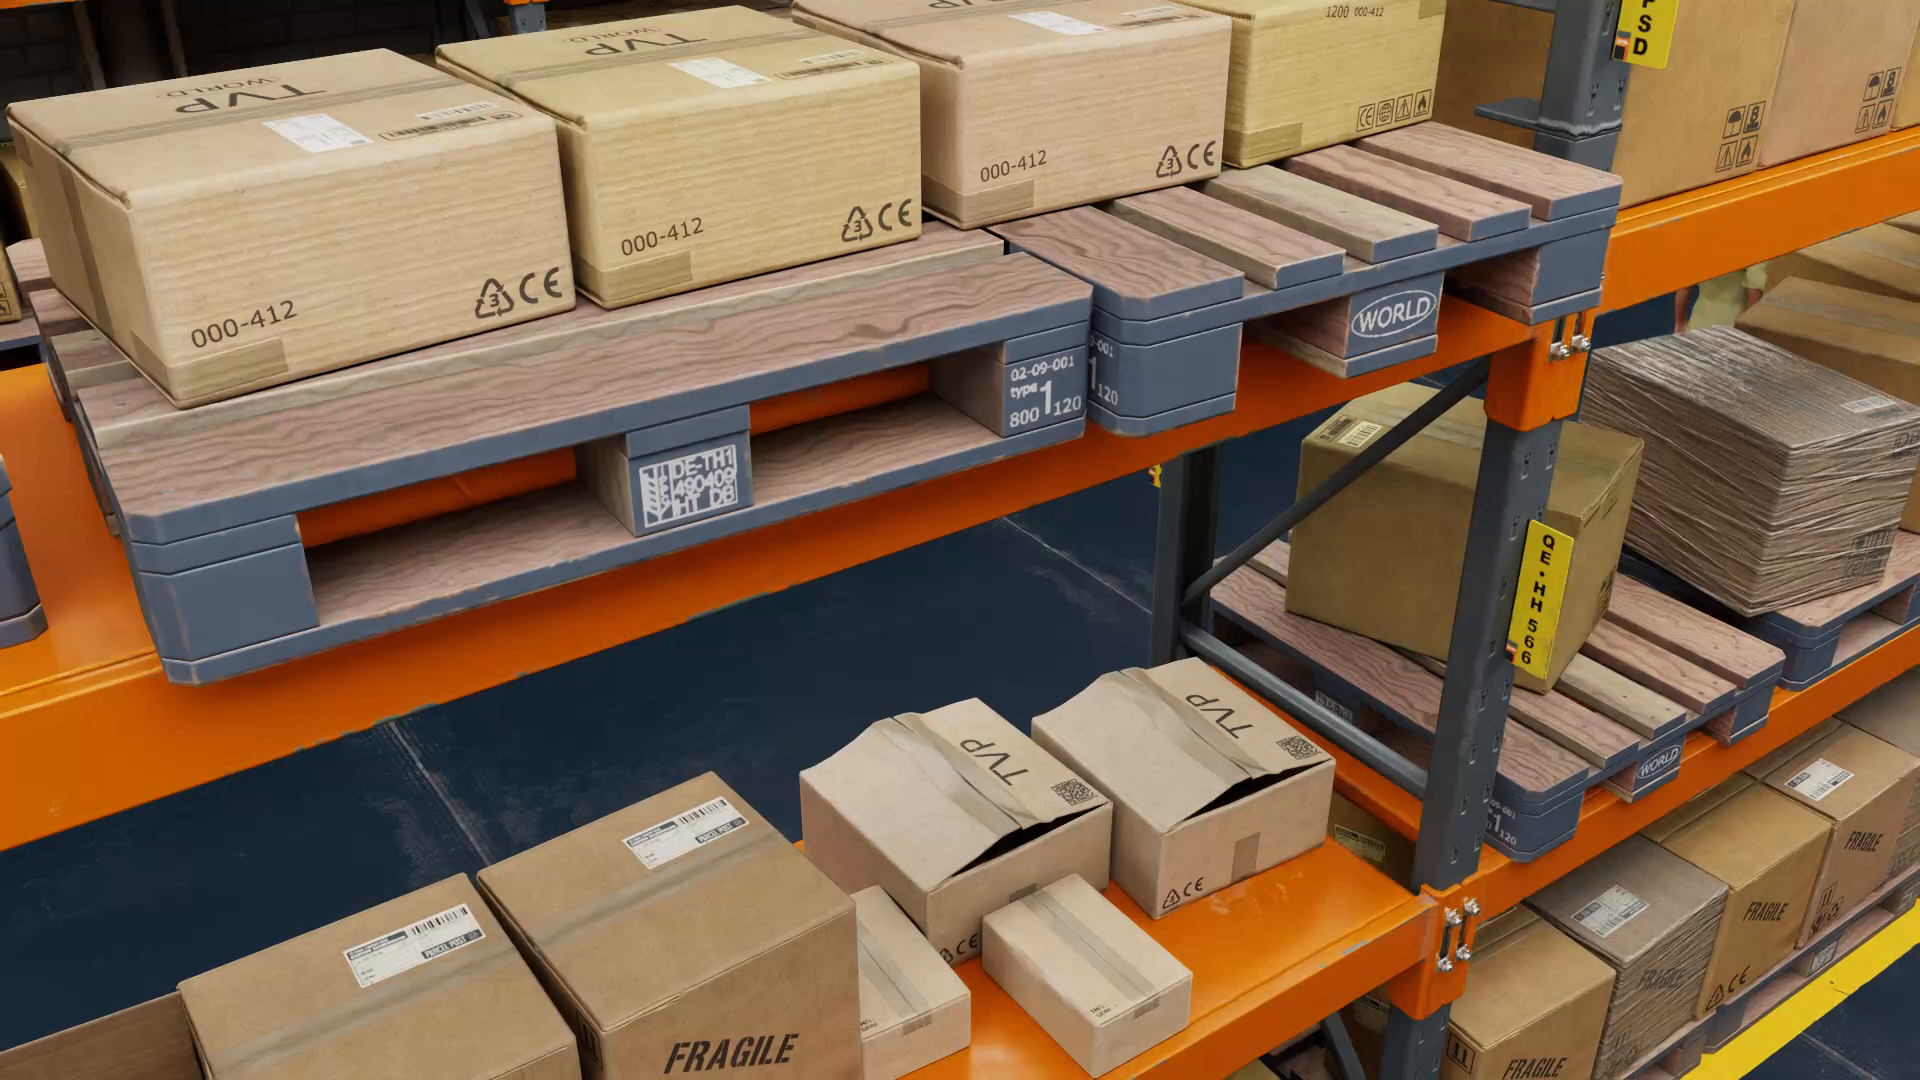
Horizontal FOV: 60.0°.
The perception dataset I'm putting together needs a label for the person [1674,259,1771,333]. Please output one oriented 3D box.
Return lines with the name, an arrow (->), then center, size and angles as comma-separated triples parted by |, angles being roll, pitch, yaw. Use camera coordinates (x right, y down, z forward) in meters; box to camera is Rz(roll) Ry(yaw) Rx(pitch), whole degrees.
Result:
person -> 3.547, -0.944, 7.830 | 0.665, 1.648, 0.448 | -17, 33, -28
